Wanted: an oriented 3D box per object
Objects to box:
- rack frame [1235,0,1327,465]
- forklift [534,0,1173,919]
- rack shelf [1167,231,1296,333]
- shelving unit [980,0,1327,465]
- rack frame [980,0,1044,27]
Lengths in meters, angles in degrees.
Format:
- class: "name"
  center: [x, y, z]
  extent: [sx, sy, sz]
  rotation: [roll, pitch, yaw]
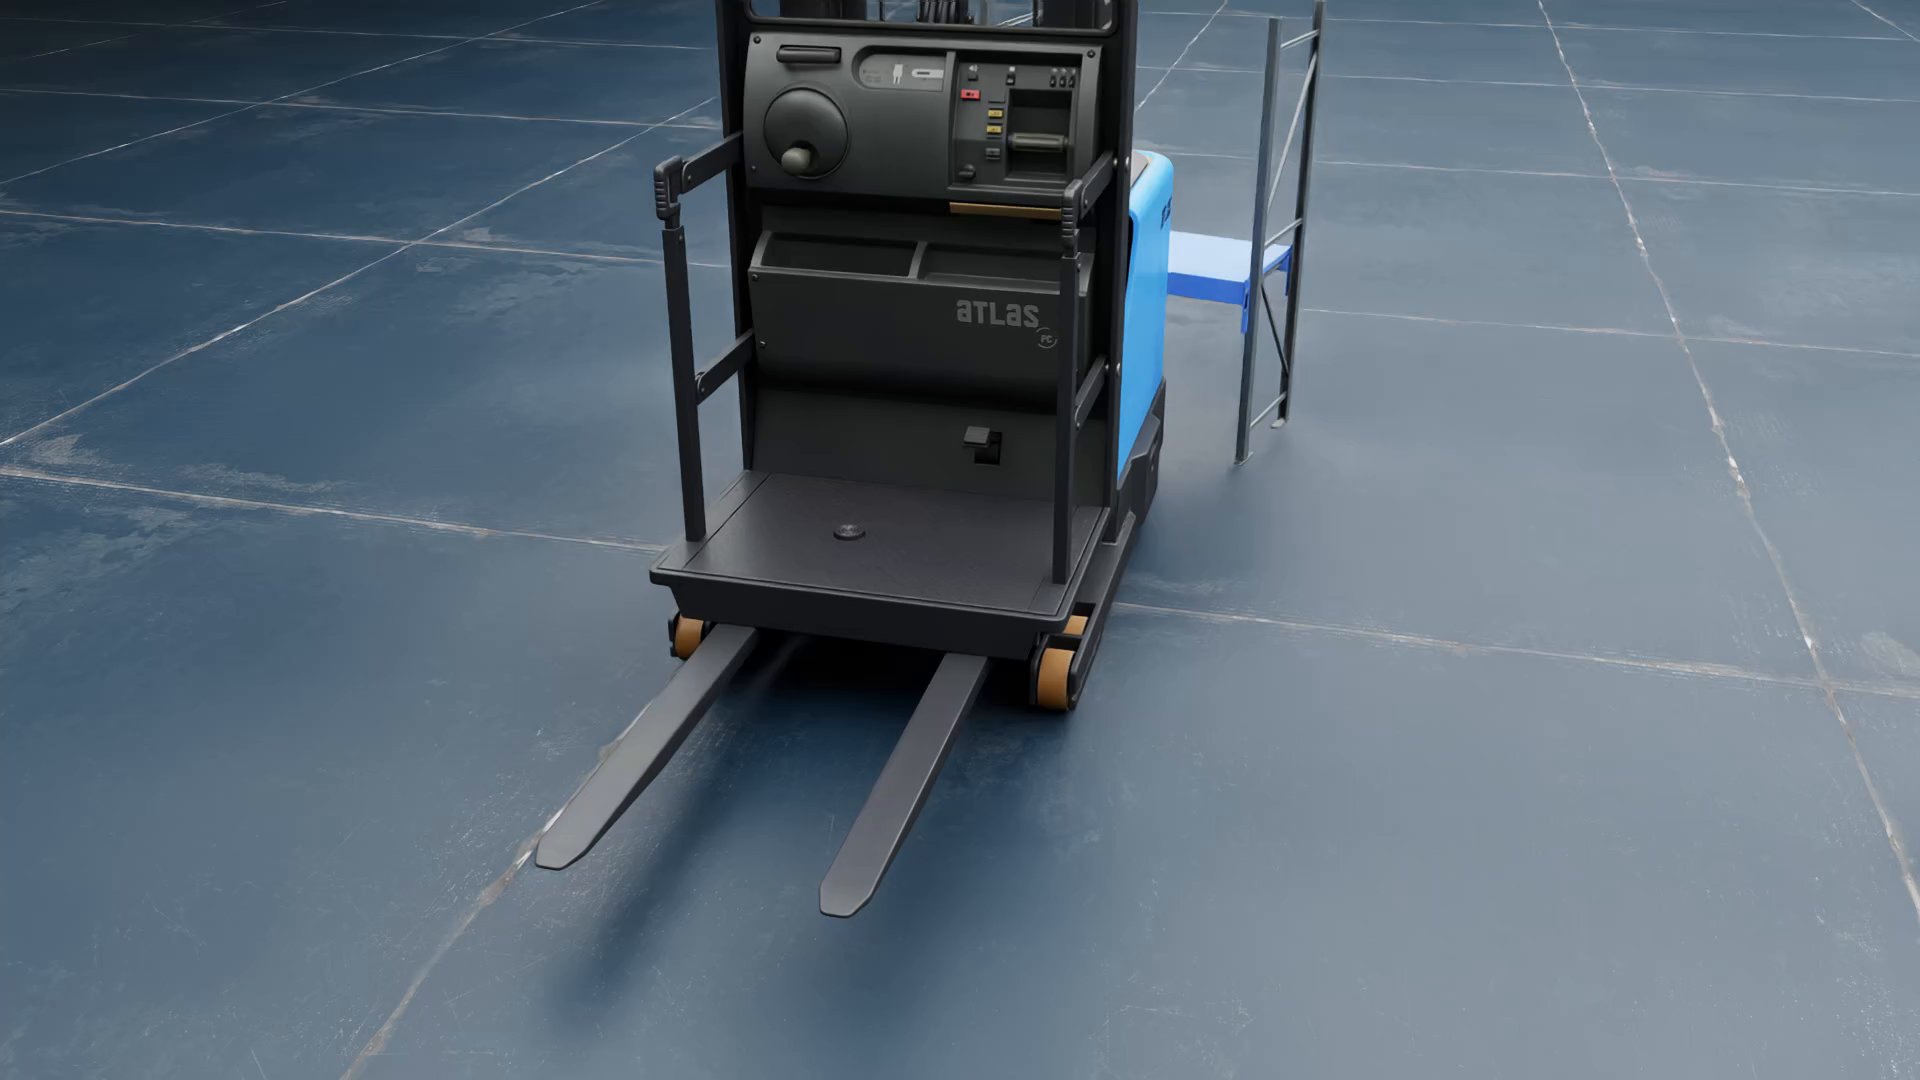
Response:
- class: "rack frame"
  center: [1.093, -1.036, 5.681]
  extent: [0.032, 1.500, 0.500]
  rotation: [13, 28, 25]
- class: "forklift"
  center: [-0.158, -1.061, 4.069]
  extent: [1.130, 2.935, 3.031]
  rotation: [6, 26, 13]
- class: "rack shelf"
  center: [0.646, -0.978, 5.977]
  extent: [1.000, 0.185, 0.538]
  rotation: [13, 28, 25]
- class: "shelving unit"
  center: [0.646, -1.140, 5.900]
  extent: [1.048, 1.500, 0.538]
  rotation: [13, 28, 25]
- class: "rack frame"
  center: [0.199, -1.244, 6.119]
  extent: [0.032, 1.500, 0.500]
  rotation: [13, 28, 25]
